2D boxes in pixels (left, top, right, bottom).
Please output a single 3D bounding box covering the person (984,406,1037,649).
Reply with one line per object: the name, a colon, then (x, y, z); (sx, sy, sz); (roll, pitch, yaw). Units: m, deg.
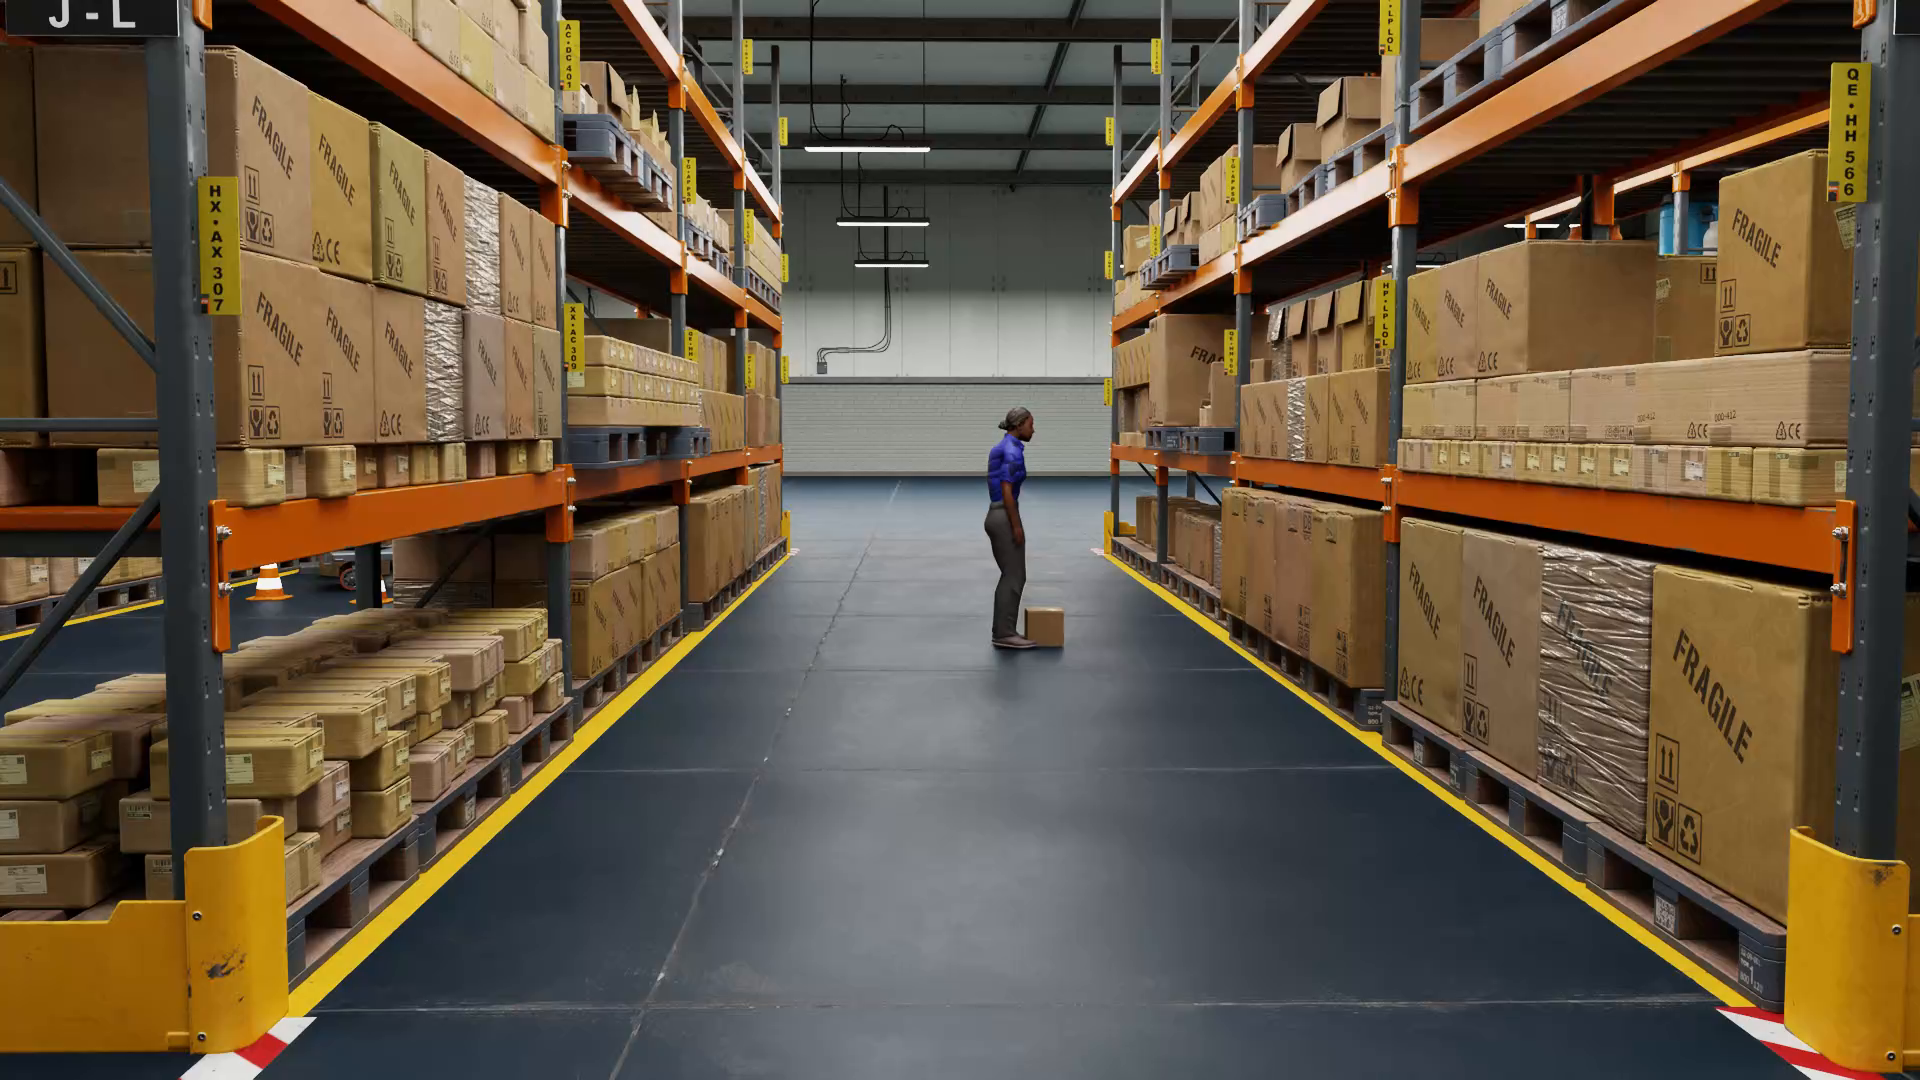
person: (0.346, -0.096, 11.470); (0.351, 1.653, 0.527); (0, 4, -5)
